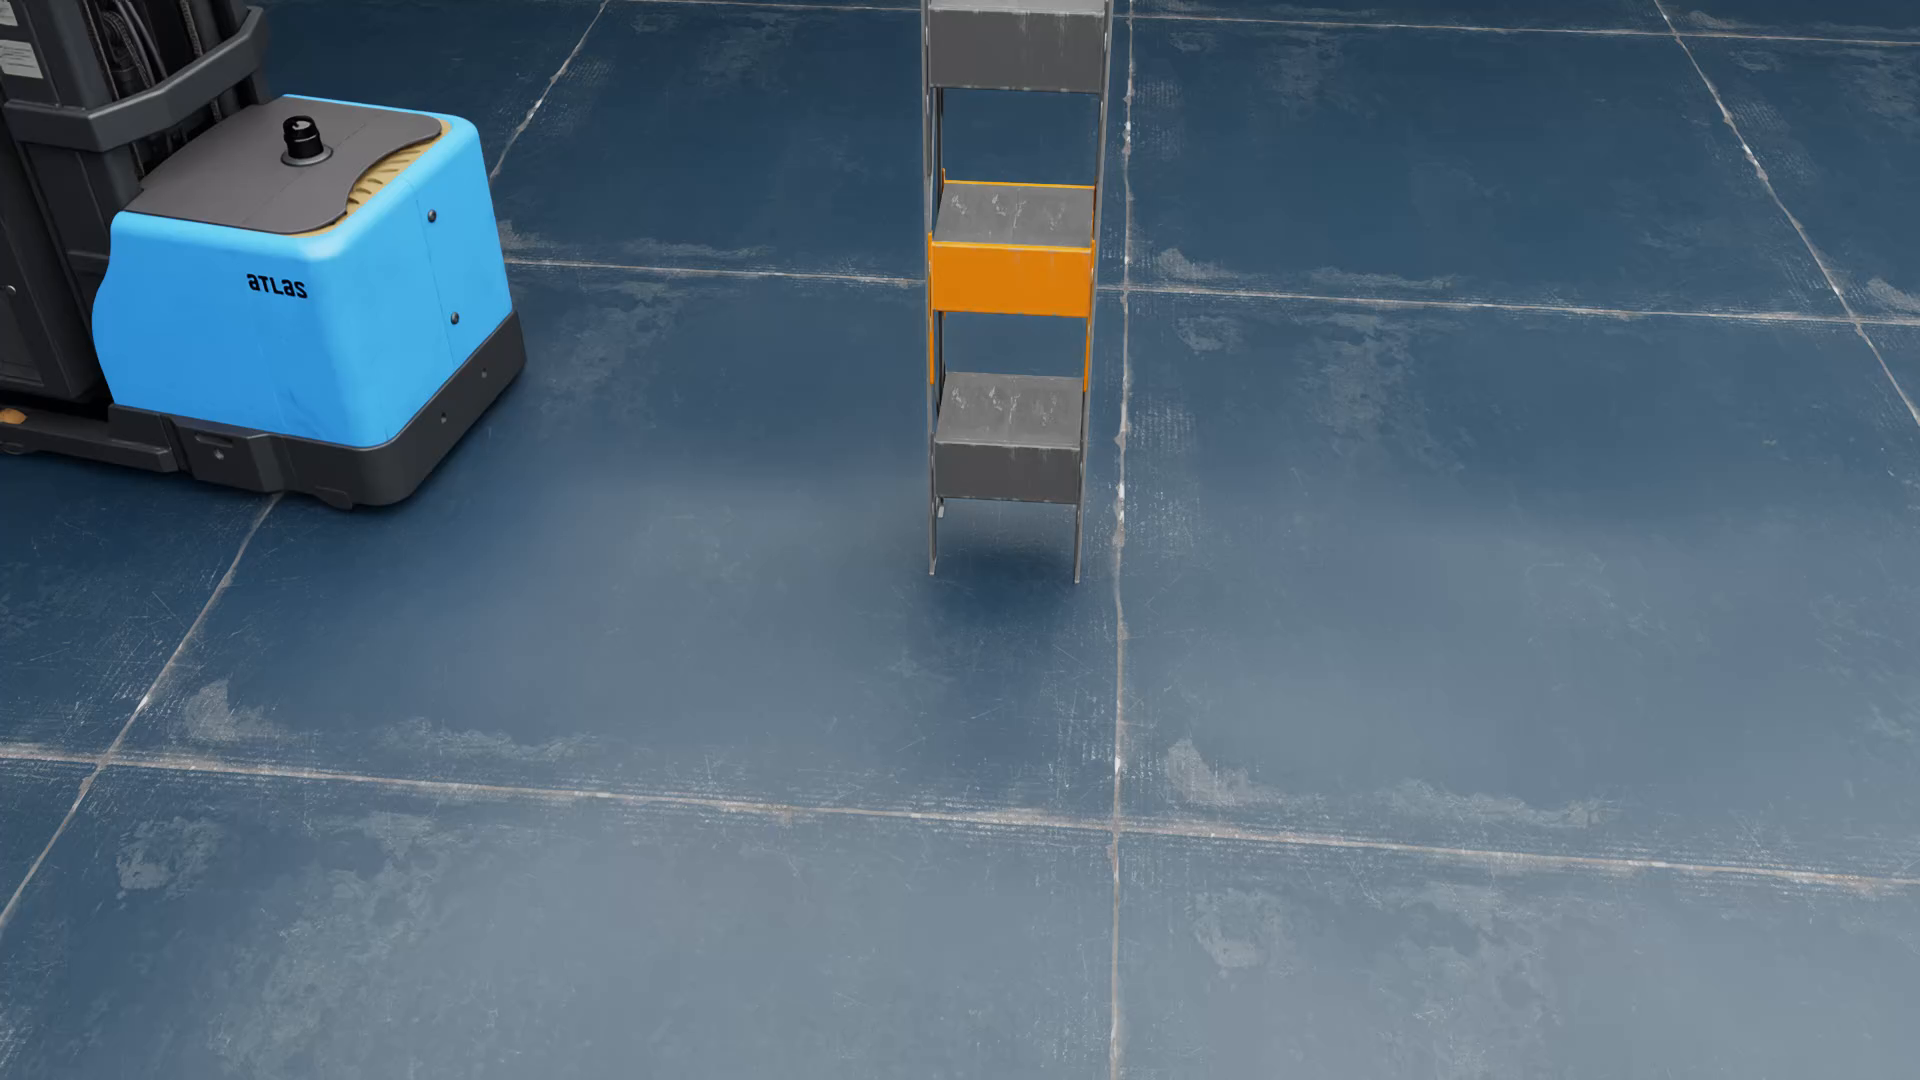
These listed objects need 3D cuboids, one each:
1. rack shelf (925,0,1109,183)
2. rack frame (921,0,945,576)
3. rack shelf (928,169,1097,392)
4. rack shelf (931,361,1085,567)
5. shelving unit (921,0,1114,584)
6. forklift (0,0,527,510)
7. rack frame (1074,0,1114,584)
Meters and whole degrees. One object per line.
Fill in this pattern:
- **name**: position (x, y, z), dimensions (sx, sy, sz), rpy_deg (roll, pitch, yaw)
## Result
- **rack shelf**: position (0.165, -1.338, 4.643), dimensions (0.480, 0.518, 0.431), rpy_deg (3, 39, 4)
- **rack frame**: position (-0.078, -0.819, 5.092), dimensions (0.015, 2.100, 0.400), rpy_deg (3, 39, 4)
- **rack shelf**: position (0.165, -0.795, 5.085), dimensions (0.480, 0.518, 0.431), rpy_deg (3, 39, 4)
- **rack shelf**: position (0.165, -0.252, 5.527), dimensions (0.480, 0.518, 0.431), rpy_deg (3, 39, 4)
- **shelving unit**: position (0.165, -0.805, 5.076), dimensions (0.503, 2.100, 0.431), rpy_deg (3, 39, 4)
- **forklift**: position (-3.267, -1.761, 5.592), dimensions (3.031, 2.935, 1.130), rpy_deg (10, 40, 12)
- **rack frame**: position (0.408, -0.792, 5.060), dimensions (0.015, 2.100, 0.400), rpy_deg (3, 39, 4)
